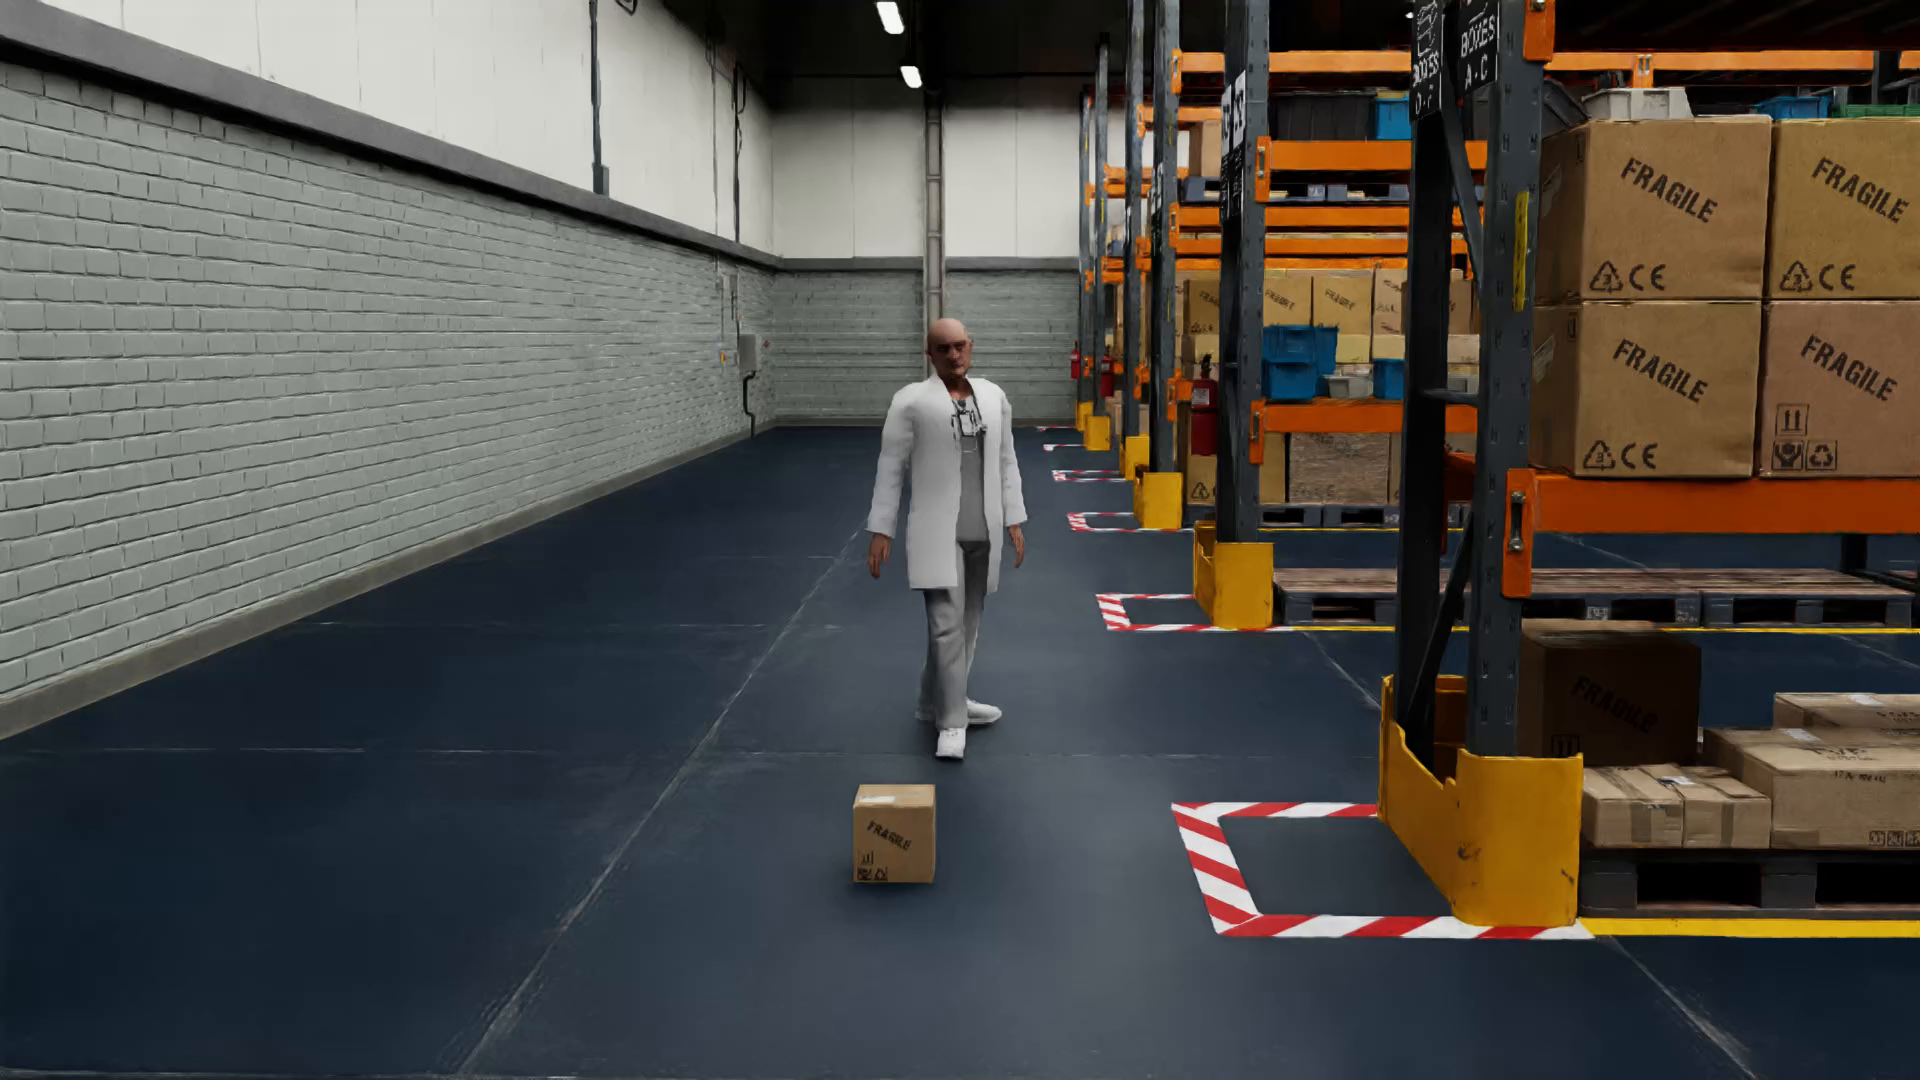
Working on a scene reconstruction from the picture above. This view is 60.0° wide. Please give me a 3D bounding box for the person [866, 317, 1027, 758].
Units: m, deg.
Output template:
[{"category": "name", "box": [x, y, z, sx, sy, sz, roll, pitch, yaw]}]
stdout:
[{"category": "person", "box": [-0.052, -0.030, 6.899, 0.691, 1.771, 0.667, -4, 8, -30]}]
